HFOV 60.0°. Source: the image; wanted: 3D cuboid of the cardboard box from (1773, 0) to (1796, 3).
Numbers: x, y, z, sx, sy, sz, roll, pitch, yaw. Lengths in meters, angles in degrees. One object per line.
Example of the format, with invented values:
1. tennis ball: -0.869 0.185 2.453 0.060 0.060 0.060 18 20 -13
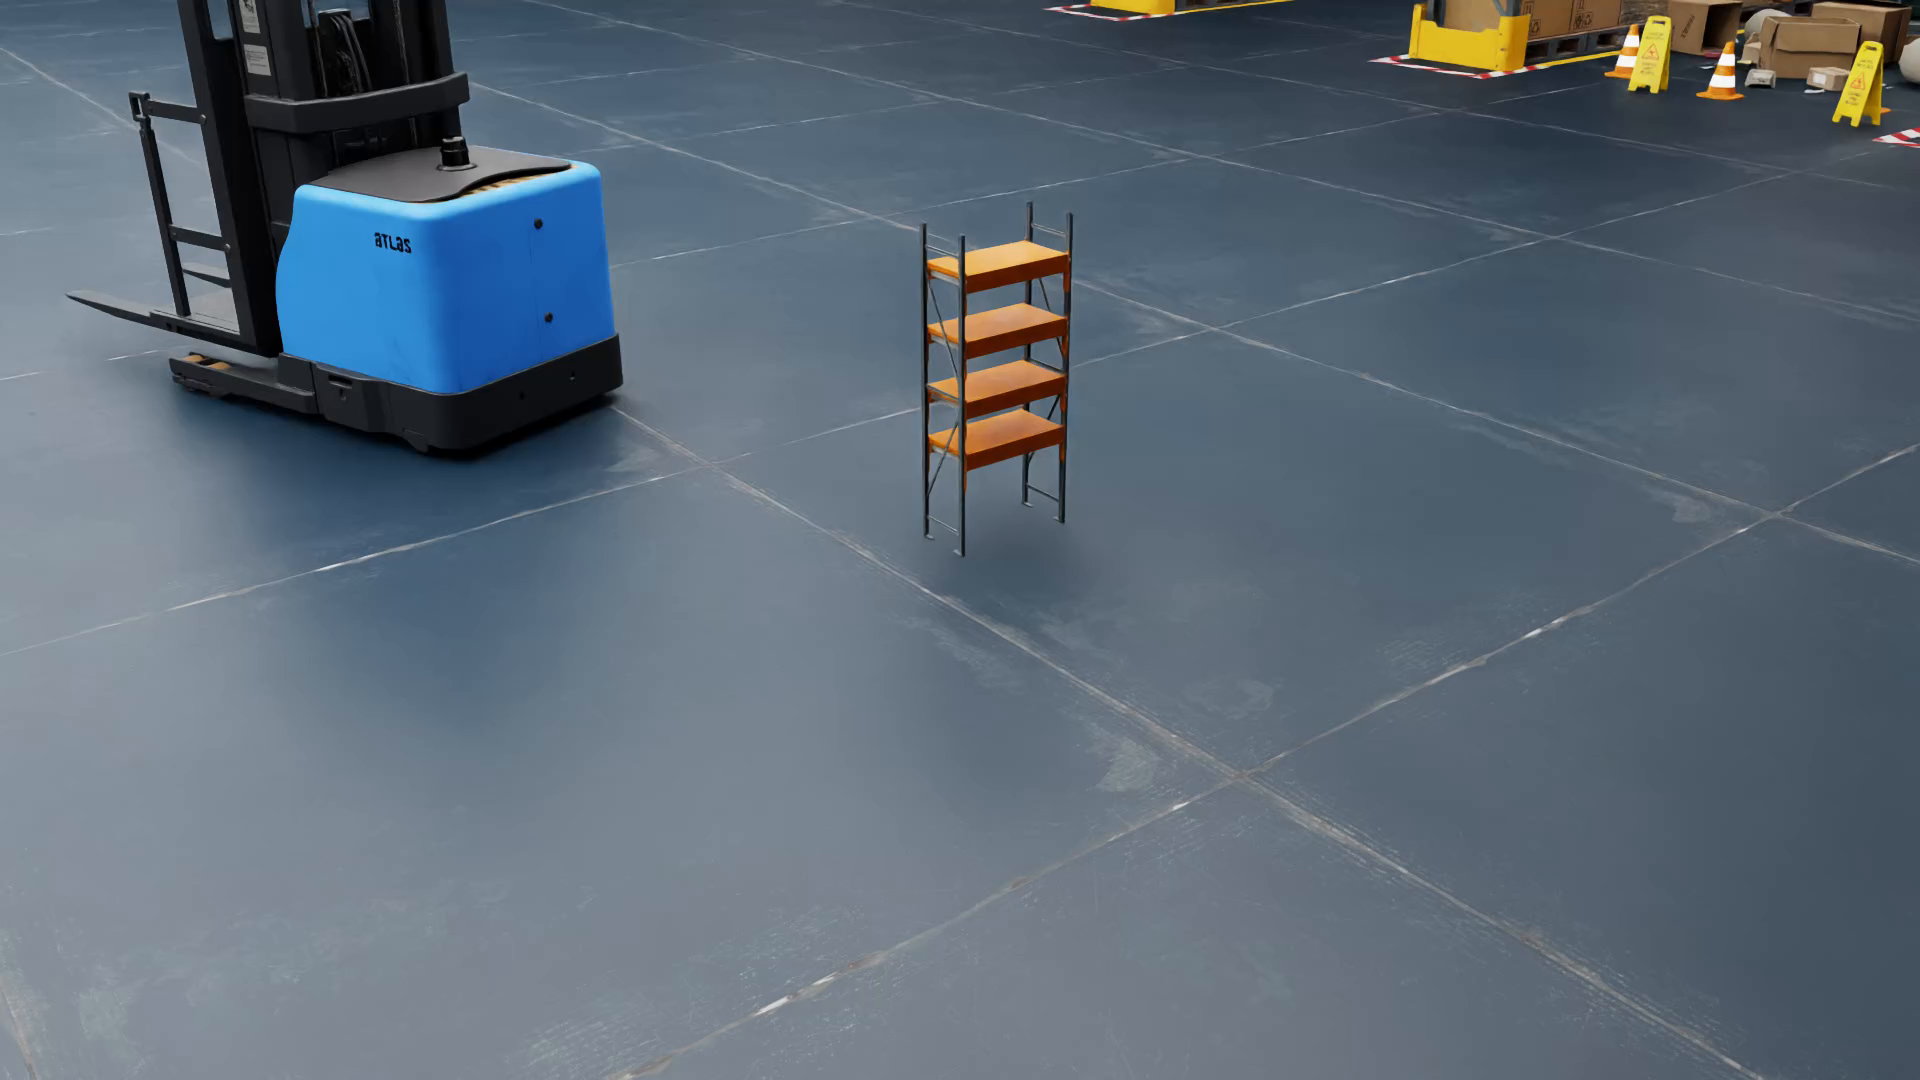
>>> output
1. cardboard box: 9.338 -6.726 19.352 0.750 0.750 1.050 -18 31 -34

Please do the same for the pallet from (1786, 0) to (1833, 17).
1. pallet: 9.665 -6.394 19.777 1.213 0.211 1.003 -18 31 -34

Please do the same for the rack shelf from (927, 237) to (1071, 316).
1. rack shelf: 0.130 -0.944 5.925 0.480 0.148 0.258 -18 31 -34

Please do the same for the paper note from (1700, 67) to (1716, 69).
1. paper note: 7.245 -4.563 16.047 0.142 0.017 0.144 -8 26 -16

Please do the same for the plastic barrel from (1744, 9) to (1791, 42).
1. plastic barrel: 8.197 -5.144 16.830 0.421 0.421 0.512 1 25 2

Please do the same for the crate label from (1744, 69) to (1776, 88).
1. crate label: 7.300 -4.207 15.153 0.250 0.136 0.298 10 27 20

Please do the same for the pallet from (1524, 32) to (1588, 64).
1. pallet: 5.577 -5.045 16.870 1.213 0.211 1.003 -18 31 -34

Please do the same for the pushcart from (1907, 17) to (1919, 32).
1. pushcart: 9.831 -5.055 16.693 1.648 0.377 0.936 15 29 29

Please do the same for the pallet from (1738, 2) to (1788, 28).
1. pallet: 8.704 -6.076 19.091 1.213 0.211 1.003 -18 31 -34

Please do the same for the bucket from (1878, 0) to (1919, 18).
1. bucket: 9.459 -5.521 16.665 0.620 0.611 0.726 2 23 -21

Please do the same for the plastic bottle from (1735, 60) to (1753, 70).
1. plastic bottle: 7.588 -4.603 16.096 0.133 0.061 0.283 15 29 29

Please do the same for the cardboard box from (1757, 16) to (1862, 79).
1. cardboard box: 7.950 -4.625 15.618 0.797 0.503 0.637 5 25 11

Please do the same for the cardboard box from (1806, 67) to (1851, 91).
1. cardboard box: 7.914 -4.179 15.078 0.250 0.149 0.380 -3 25 -7

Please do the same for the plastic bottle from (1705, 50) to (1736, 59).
1. plastic bottle: 7.605 -4.843 16.613 0.283 0.061 0.133 15 29 29

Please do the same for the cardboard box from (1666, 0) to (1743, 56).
1. cardboard box: 7.555 -5.239 16.942 0.500 0.500 0.500 -13 28 -25

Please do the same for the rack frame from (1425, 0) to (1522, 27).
1. rack frame: 4.996 -6.076 15.779 0.127 3.000 1.000 -18 31 -34

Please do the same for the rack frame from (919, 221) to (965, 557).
1. rack frame: -0.062 -0.524 5.954 0.015 1.200 0.240 -18 31 -34

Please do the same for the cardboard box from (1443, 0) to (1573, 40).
1. cardboard box: 5.489 -5.501 16.565 0.875 0.875 0.875 -18 30 -34

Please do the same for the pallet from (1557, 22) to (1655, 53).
1. pallet: 6.536 -5.360 17.549 1.213 0.211 1.003 -18 31 -34

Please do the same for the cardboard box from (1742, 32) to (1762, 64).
1. cardboard box: 7.927 -4.818 16.317 0.258 0.266 0.396 -13 28 -25

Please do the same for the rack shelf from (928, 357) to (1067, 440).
1. rack shelf: 0.130 -0.526 6.118 0.480 0.148 0.258 -18 31 -34

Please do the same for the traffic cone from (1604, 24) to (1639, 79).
1. traffic cone: 6.290 -4.593 15.597 0.334 0.463 0.336 -18 31 -34

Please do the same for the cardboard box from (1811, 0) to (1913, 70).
1. cardboard box: 8.681 -4.932 16.119 0.503 0.637 0.797 -18 31 -34

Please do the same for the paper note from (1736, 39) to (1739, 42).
1. paper note: 8.173 -5.294 17.620 0.147 0.020 0.142 5 25 11

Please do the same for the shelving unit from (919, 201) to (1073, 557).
1. shelving unit: 0.130 -0.587 6.090 0.503 1.200 0.258 -18 31 -34

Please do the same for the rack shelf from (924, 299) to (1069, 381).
1. rack shelf: 0.130 -0.729 6.024 0.480 0.148 0.258 -18 31 -34

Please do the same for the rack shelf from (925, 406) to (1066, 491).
1. rack shelf: 0.130 -0.346 6.202 0.480 0.148 0.258 -18 31 -34

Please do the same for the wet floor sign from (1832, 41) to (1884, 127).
1. wet floor sign: 7.320 -3.700 13.455 0.232 0.644 0.267 -8 26 -16

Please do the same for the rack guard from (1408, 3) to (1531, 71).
1. rack guard: 4.977 -4.936 16.292 0.348 0.500 1.175 -18 31 -34

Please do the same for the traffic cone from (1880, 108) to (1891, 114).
1. traffic cone: 7.672 -3.851 13.998 0.334 0.463 0.336 -18 31 -34

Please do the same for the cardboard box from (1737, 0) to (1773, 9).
1. cardboard box: 8.577 -6.476 18.815 0.750 0.750 1.050 -18 31 -34

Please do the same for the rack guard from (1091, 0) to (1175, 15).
1. rack guard: 2.075 -6.631 19.945 0.348 0.500 1.175 -18 31 -34

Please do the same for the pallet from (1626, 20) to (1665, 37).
1. pallet: 7.497 -5.679 18.235 1.213 0.211 1.003 -18 31 -34

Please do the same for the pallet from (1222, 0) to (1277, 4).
1. pallet: 3.695 -7.015 21.114 1.213 0.211 1.003 -18 31 -34

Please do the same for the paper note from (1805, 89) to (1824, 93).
1. paper note: 7.645 -4.021 14.877 0.148 0.019 0.142 15 29 29

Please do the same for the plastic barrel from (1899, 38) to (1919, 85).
1. plastic barrel: 8.821 -4.332 15.082 0.421 0.421 0.512 1 25 2

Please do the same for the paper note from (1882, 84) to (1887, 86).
1. paper note: 8.406 -4.187 15.248 0.142 0.019 0.148 -8 26 -16

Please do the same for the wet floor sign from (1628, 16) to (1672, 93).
1. wet floor sign: 6.195 -4.345 14.845 0.267 0.644 0.232 21 32 37

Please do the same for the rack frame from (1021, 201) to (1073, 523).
1. rack frame: 0.322 -0.651 6.227 0.015 1.200 0.240 -18 31 -34

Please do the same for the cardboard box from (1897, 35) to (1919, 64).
1. cardboard box: 9.312 -4.761 16.193 0.258 0.266 0.396 5 25 11

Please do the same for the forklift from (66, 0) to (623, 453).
1. forklift: -3.064 -2.149 7.399 3.031 2.935 1.130 15 29 29

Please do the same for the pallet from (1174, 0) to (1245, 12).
1. pallet: 2.736 -6.700 20.435 1.213 0.211 1.003 -18 31 -34

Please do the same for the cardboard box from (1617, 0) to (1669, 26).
1. cardboard box: 6.898 -5.966 17.568 0.875 0.875 0.875 -18 30 -34

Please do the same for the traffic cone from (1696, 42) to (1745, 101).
1. traffic cone: 6.720 -4.130 14.600 0.334 0.463 0.336 -18 31 -34

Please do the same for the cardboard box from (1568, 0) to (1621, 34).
1. cardboard box: 6.180 -5.730 17.059 0.875 0.875 0.875 -19 31 -35
